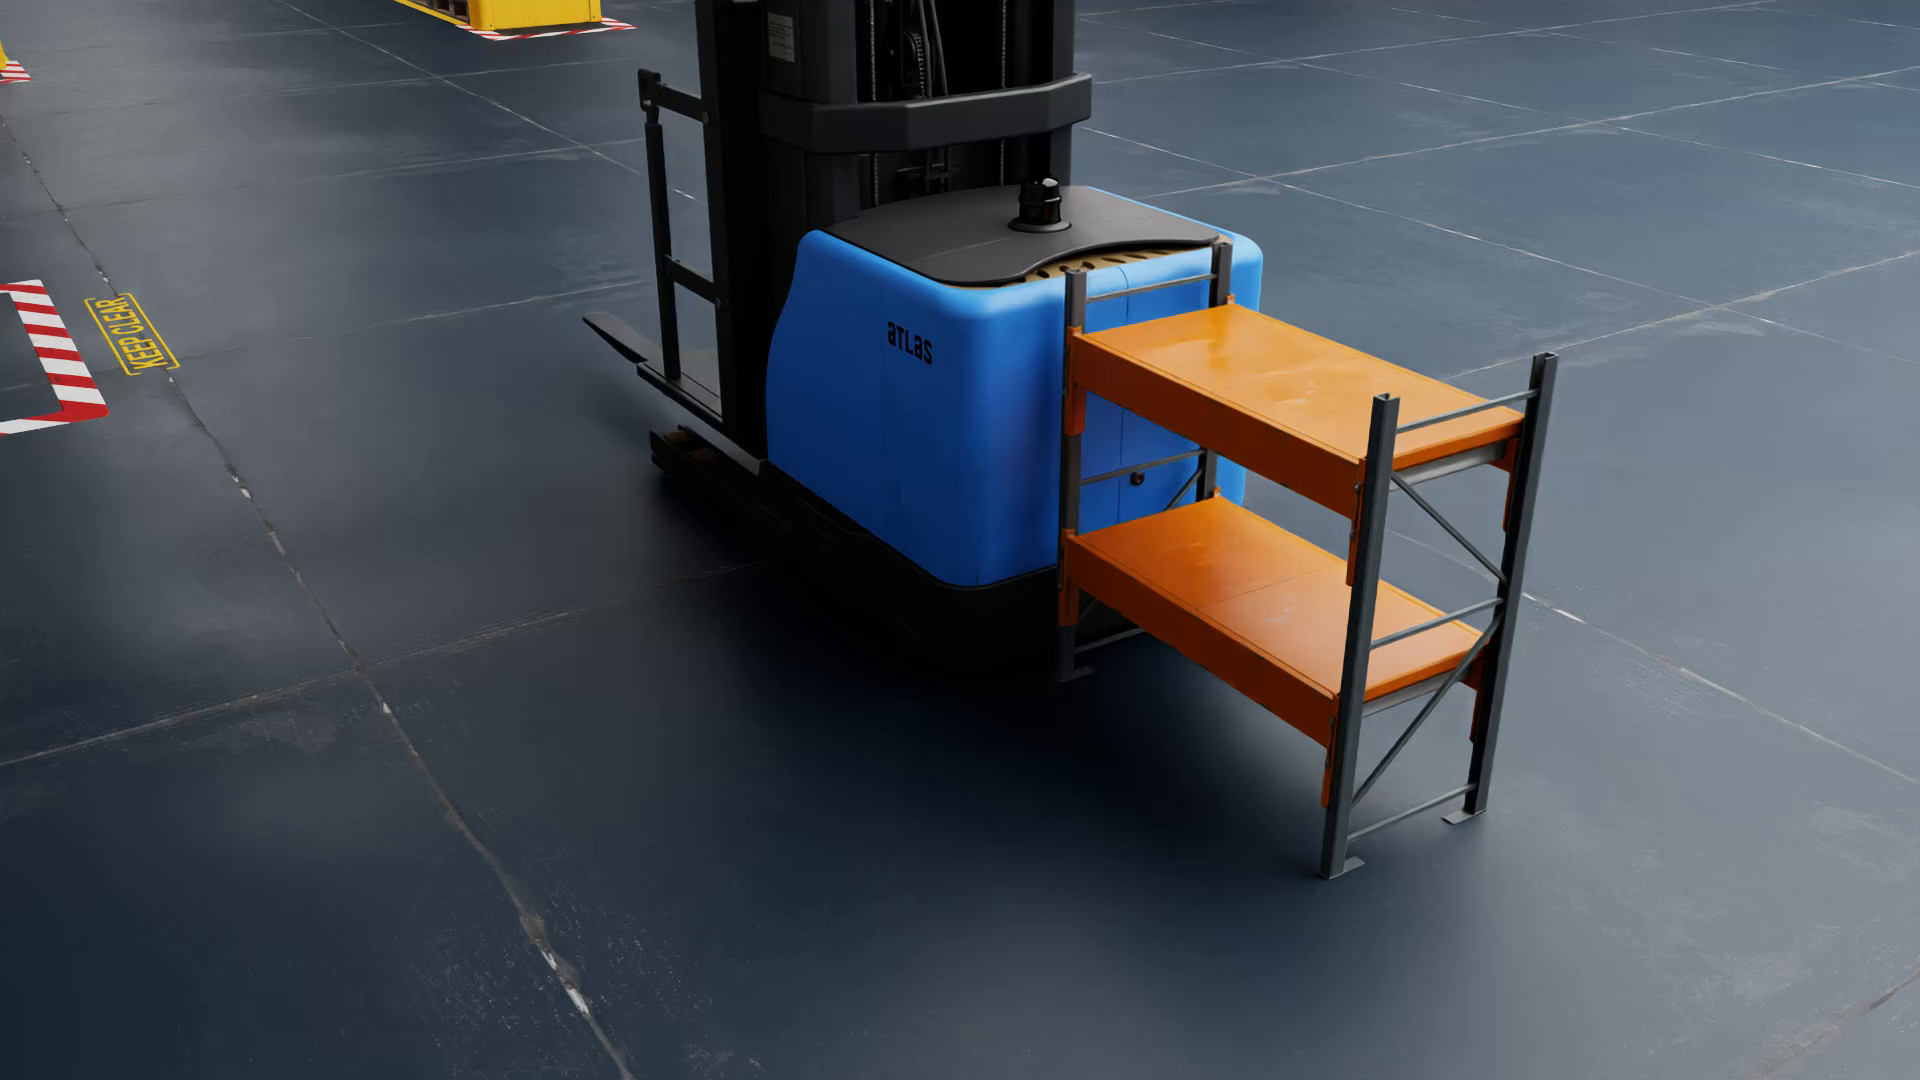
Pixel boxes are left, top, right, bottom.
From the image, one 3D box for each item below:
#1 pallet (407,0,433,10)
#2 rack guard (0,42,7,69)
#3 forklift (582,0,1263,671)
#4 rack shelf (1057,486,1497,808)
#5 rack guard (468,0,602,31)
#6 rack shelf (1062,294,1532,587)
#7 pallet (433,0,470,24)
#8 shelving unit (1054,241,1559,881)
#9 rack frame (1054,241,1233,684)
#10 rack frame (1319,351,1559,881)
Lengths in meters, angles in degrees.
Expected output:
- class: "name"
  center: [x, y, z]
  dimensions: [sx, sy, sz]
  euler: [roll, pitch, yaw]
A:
- class: "pallet"
  center: [-5.031, -5.570, 16.801]
  dimensions: [1.003, 0.211, 1.213]
  euler: [-16, 29, -30]
- class: "rack guard"
  center: [-8.106, -3.872, 12.867]
  dimensions: [1.175, 0.500, 0.348]
  euler: [-16, 29, -30]
- class: "forklift"
  center: [-0.400, -1.563, 5.128]
  dimensions: [1.130, 2.935, 3.031]
  euler: [-16, 29, -30]
- class: "rack shelf"
  center: [0.743, 0.218, 4.044]
  dimensions: [0.538, 0.278, 1.000]
  euler: [-15, 29, -29]
- class: "rack guard"
  center: [-3.903, -4.992, 15.239]
  dimensions: [1.175, 0.500, 0.348]
  euler: [-16, 29, -30]
- class: "rack shelf"
  center: [0.743, -0.268, 3.815]
  dimensions: [0.538, 0.278, 1.000]
  euler: [-15, 29, -29]
- class: "pallet"
  center: [-4.369, -5.134, 15.878]
  dimensions: [1.003, 0.211, 1.213]
  euler: [-16, 29, -30]
- class: "shelving unit"
  center: [0.743, -0.003, 3.940]
  dimensions: [0.538, 1.125, 1.048]
  euler: [-15, 29, -29]
- class: "rack frame"
  center: [0.471, -0.187, 4.328]
  dimensions: [0.500, 1.125, 0.032]
  euler: [-15, 29, -29]
- class: "rack frame"
  center: [1.015, 0.180, 3.551]
  dimensions: [0.500, 1.125, 0.032]
  euler: [-15, 29, -29]
